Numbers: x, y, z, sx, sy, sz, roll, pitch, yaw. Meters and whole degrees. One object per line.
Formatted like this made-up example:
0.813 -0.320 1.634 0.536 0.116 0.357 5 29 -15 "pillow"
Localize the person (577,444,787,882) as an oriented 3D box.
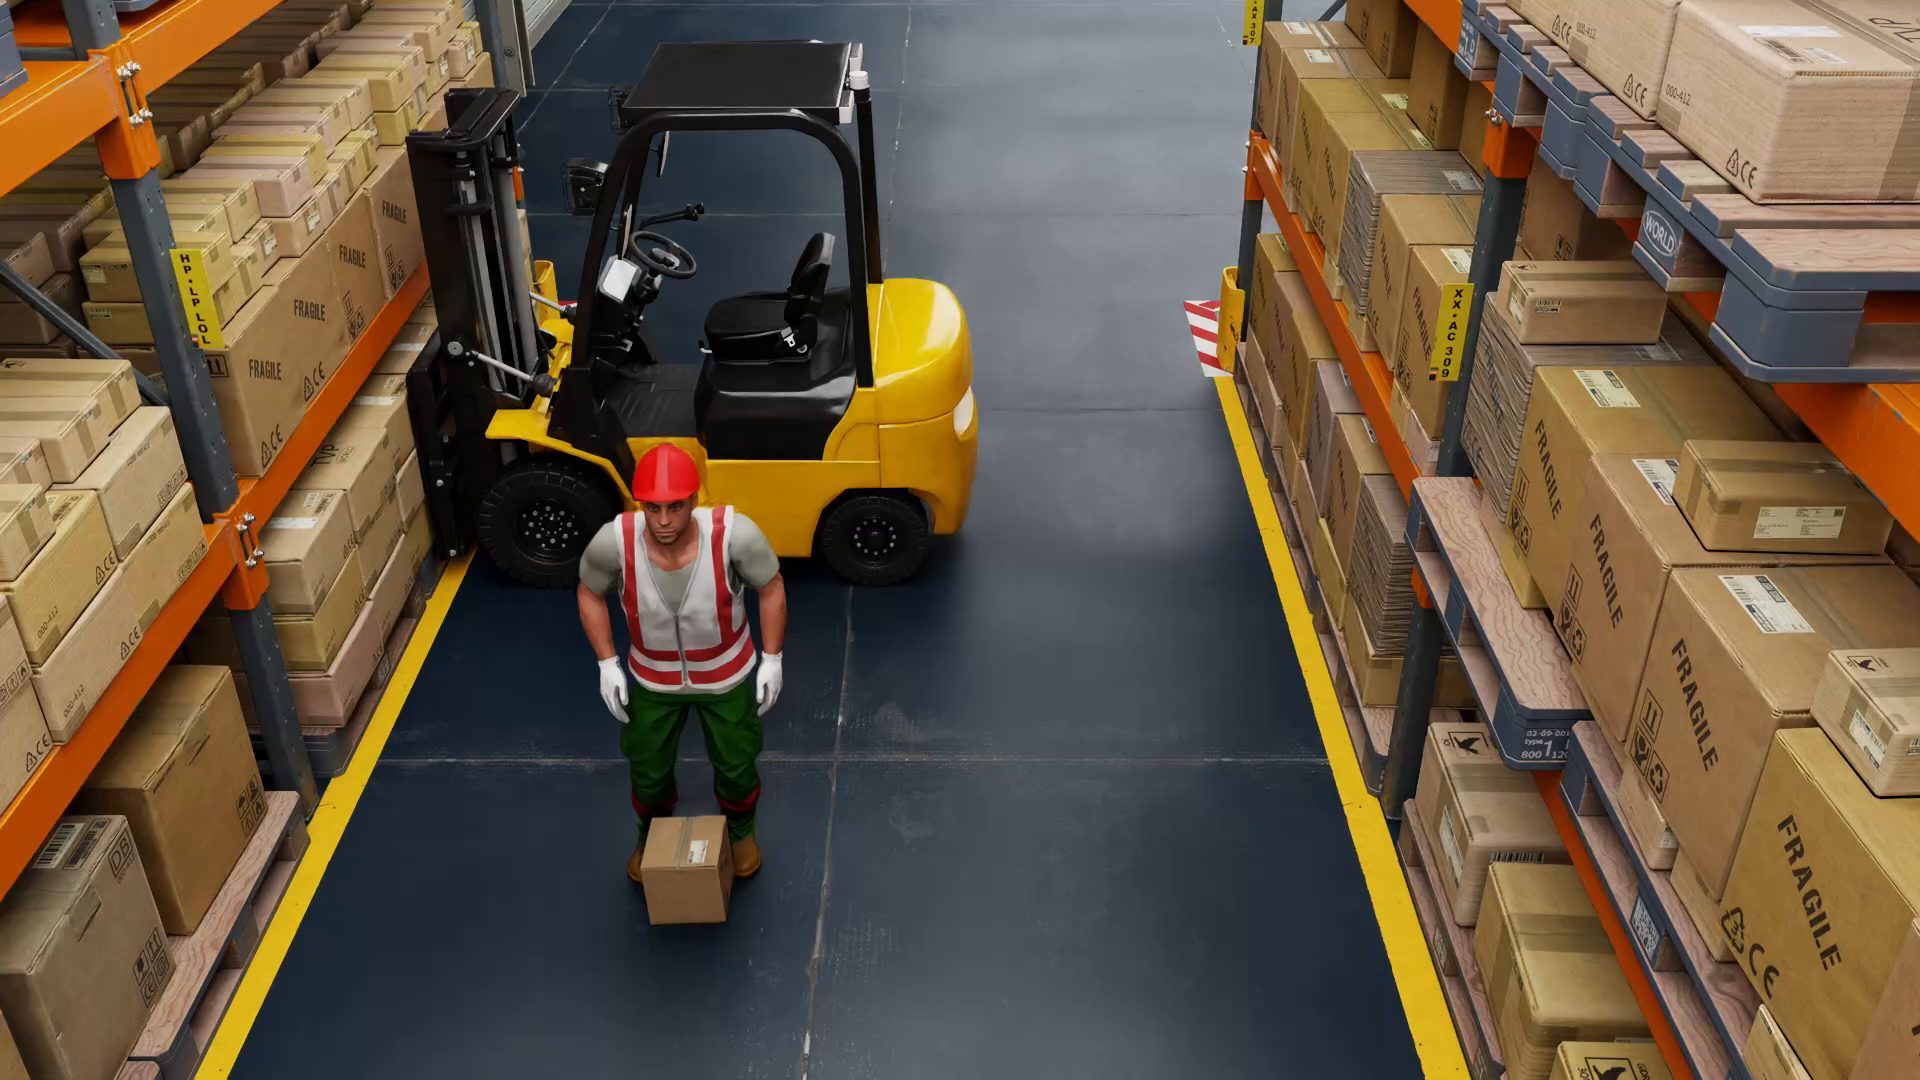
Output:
-0.893 0.435 5.421 0.650 1.757 0.507 -1 31 -2 "person"
